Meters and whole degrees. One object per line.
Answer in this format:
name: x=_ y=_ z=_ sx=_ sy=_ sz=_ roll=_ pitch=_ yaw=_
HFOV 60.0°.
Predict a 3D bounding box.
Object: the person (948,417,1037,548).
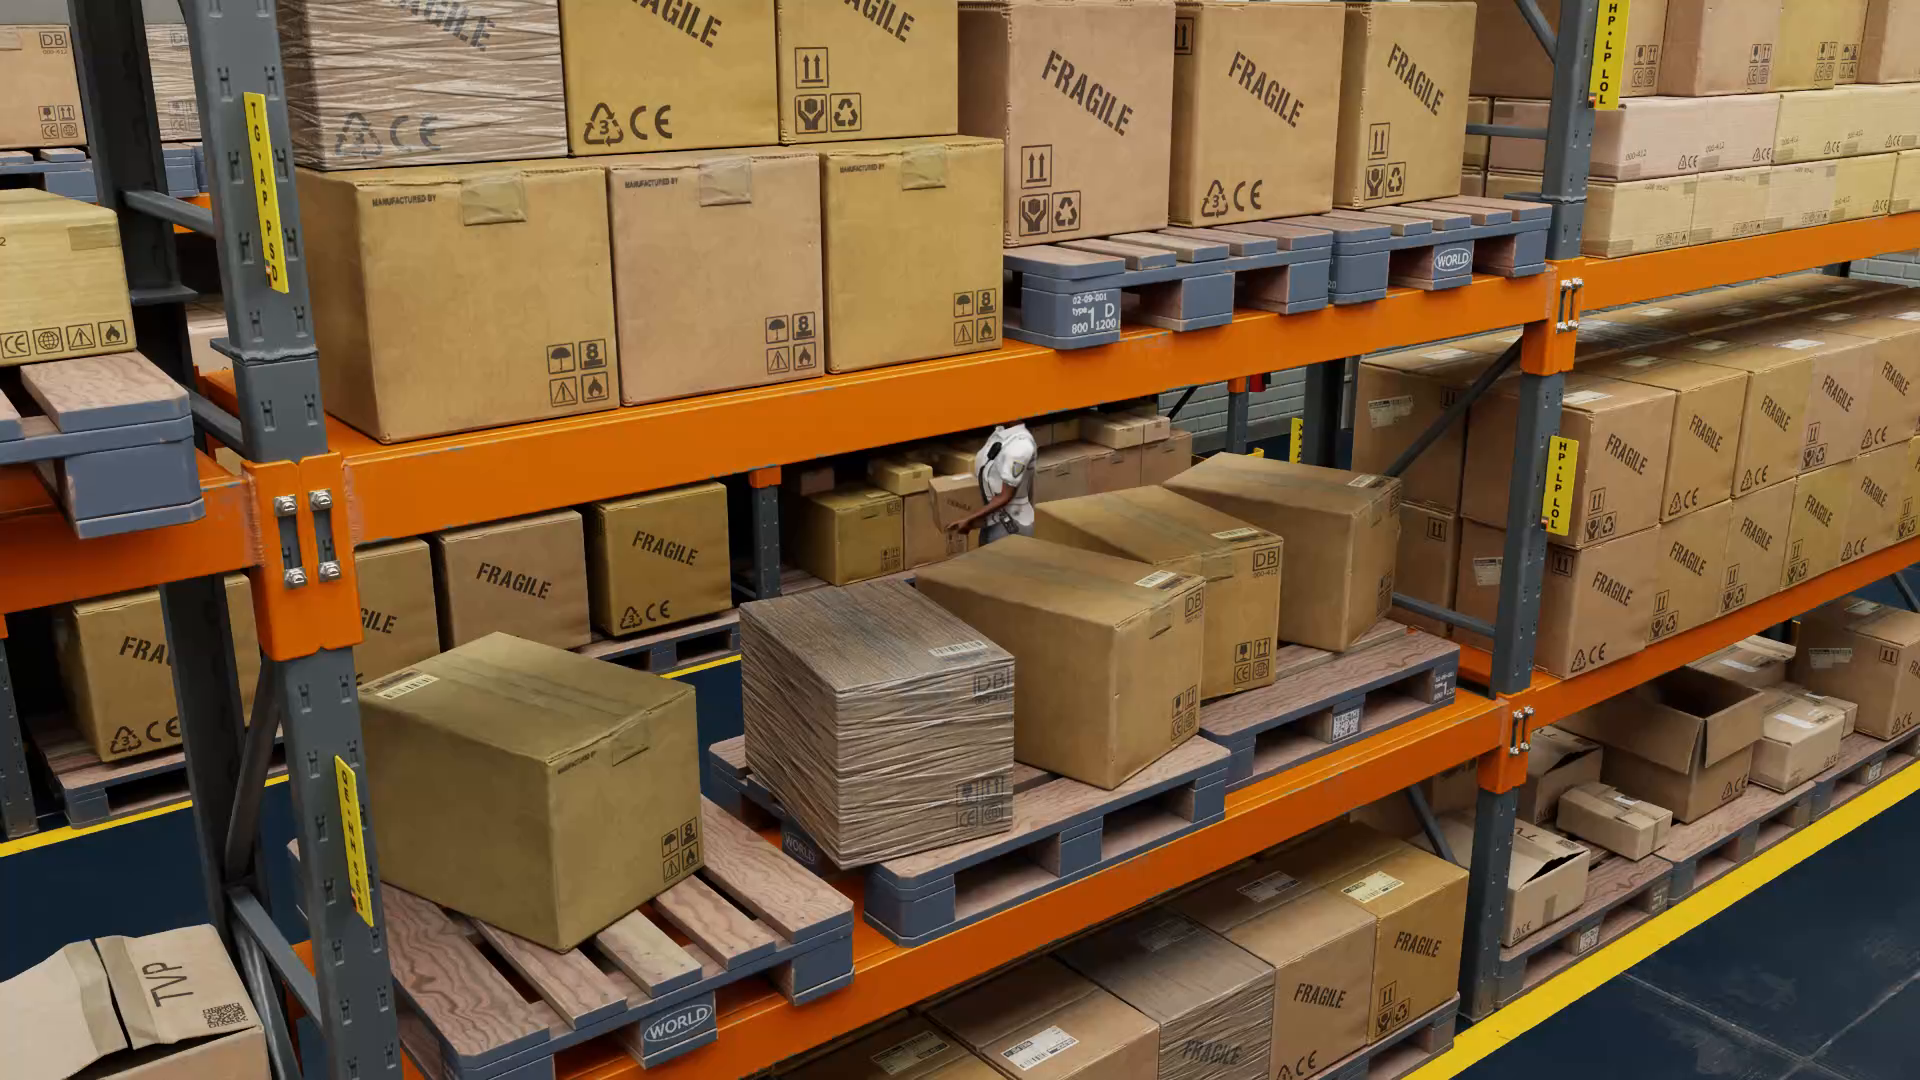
person: x=0.163 y=-0.069 z=9.230 sx=0.527 sy=1.689 sz=0.451 roll=-4 pitch=18 yaw=-12
